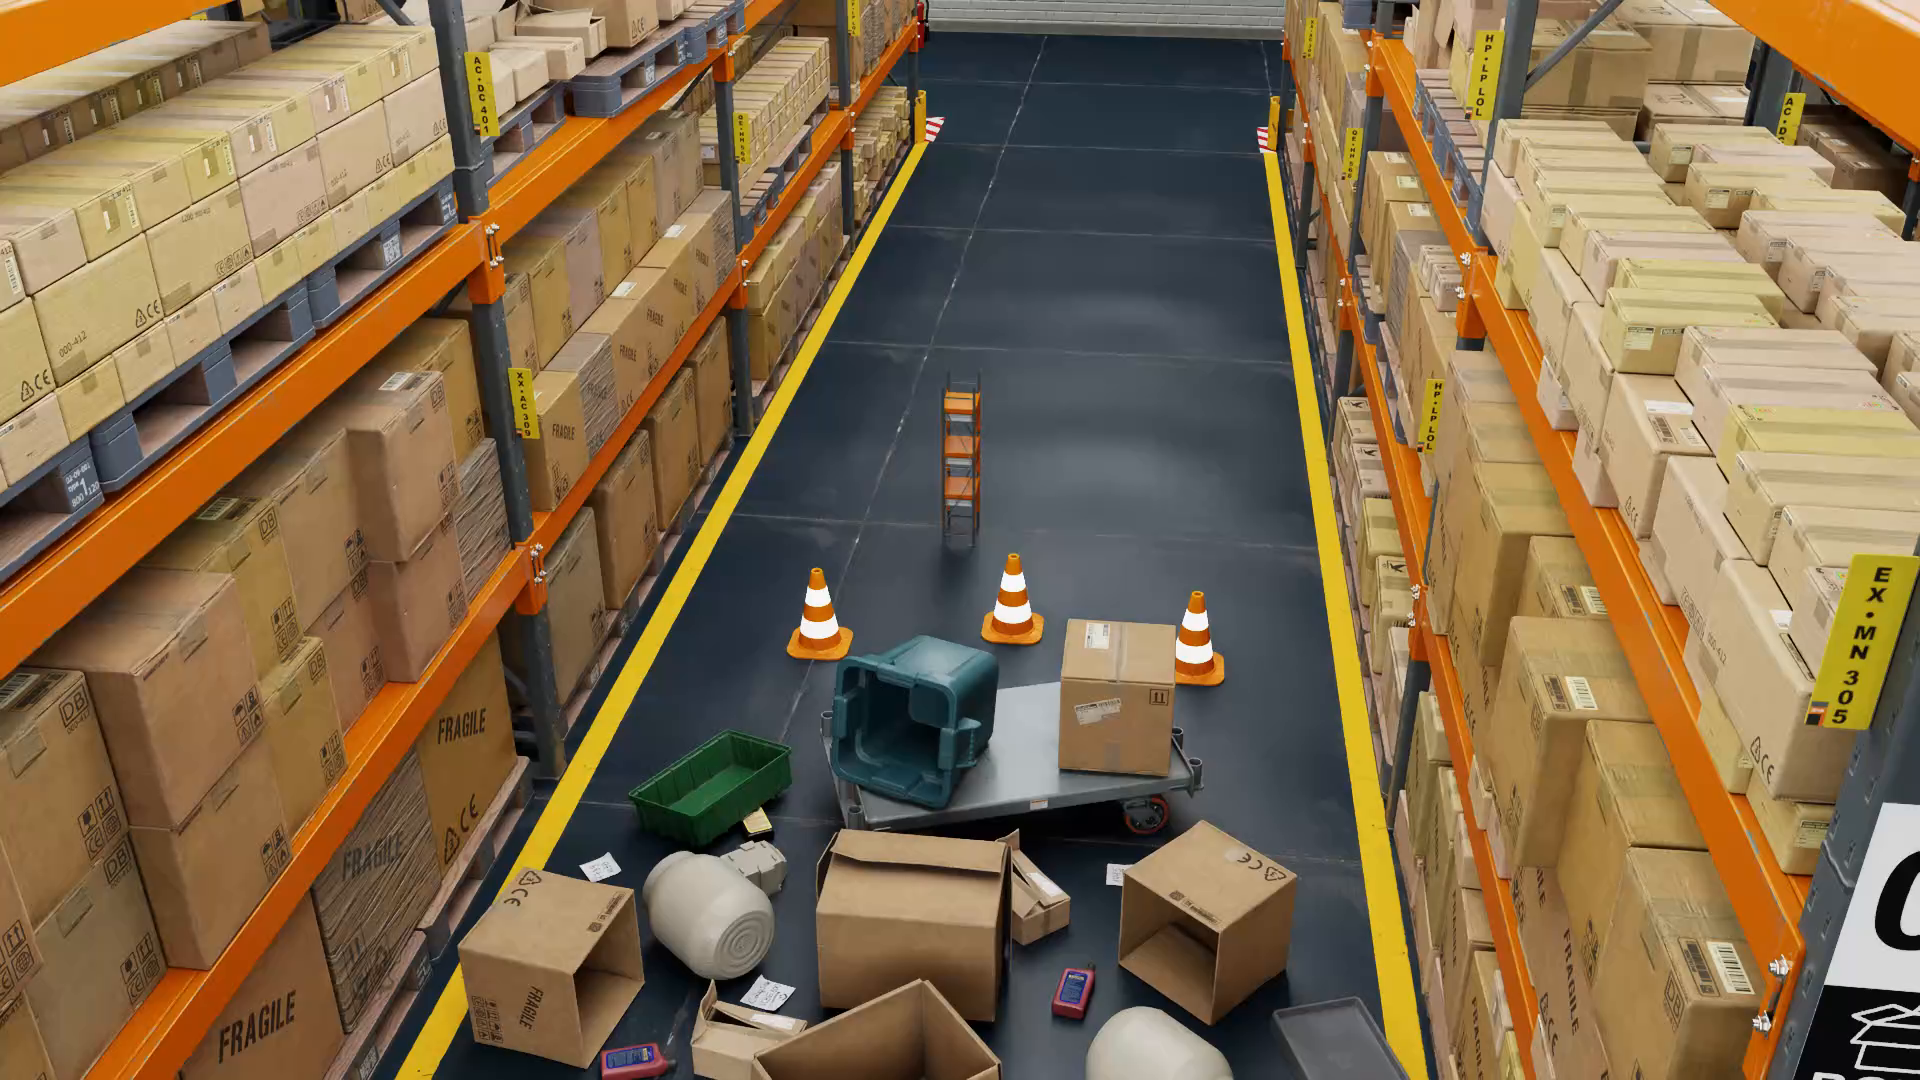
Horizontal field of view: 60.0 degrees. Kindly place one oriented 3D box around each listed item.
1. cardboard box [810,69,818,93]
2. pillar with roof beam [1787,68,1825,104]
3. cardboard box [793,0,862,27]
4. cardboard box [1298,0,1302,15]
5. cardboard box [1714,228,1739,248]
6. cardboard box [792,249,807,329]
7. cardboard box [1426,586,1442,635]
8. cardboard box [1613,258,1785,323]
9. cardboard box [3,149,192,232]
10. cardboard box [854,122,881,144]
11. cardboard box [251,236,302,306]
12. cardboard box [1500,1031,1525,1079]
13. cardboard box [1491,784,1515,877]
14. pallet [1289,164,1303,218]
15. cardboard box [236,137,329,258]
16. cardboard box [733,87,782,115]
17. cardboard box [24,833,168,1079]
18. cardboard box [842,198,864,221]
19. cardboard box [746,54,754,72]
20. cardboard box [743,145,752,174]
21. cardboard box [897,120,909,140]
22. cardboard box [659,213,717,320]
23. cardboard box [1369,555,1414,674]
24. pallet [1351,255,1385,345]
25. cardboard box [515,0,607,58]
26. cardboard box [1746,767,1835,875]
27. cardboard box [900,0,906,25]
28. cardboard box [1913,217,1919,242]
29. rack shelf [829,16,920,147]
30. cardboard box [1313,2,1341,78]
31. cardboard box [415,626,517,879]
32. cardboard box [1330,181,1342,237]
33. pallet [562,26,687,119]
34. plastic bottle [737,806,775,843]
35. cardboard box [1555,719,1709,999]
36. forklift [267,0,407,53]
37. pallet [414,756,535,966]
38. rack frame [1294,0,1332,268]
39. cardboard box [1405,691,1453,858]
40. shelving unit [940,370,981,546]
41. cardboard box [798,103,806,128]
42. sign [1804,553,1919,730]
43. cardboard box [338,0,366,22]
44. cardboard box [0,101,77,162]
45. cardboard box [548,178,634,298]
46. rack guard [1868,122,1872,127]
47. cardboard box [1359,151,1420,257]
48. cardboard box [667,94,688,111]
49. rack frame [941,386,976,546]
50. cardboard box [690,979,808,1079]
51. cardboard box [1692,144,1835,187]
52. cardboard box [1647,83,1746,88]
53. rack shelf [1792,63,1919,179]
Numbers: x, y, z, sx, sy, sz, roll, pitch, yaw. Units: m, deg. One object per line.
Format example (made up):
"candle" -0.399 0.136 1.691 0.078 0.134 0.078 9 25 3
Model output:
"cardboard box" -1.371 -3.735 13.529 0.380 0.149 0.250 5 29 8
"pillar with roof beam" 5.840 -9.434 18.273 9.100 9.000 0.400 3 28 6
"cardboard box" -1.157 -4.783 14.492 0.500 0.500 0.500 4 29 7
"cardboard box" 3.448 -5.166 15.517 0.500 0.500 0.500 3 29 6
"cardboard box" 2.643 -0.888 5.417 0.500 0.250 0.500 3 28 5
"cardboard box" -1.488 -1.968 12.933 0.500 0.500 0.500 3 28 5
"cardboard box" 2.134 0.276 6.839 0.380 0.149 0.250 3 28 6
"cardboard box" 2.020 -0.659 4.572 0.380 0.149 0.250 4 29 7
"cardboard box" -2.380 -0.968 4.598 0.380 0.149 0.250 4 29 7
"cardboard box" -0.990 -4.046 16.532 0.380 0.149 0.250 3 29 6
"cardboard box" -2.316 -0.853 5.225 0.380 0.149 0.250 3 28 6
"cardboard box" 1.852 1.642 5.021 0.380 0.149 0.250 4 29 7
"cardboard box" 2.005 0.764 5.249 0.500 0.500 0.500 4 29 7
"pallet" 3.789 -3.431 16.396 1.003 0.211 1.213 3 28 6
"cardboard box" -2.365 -1.098 5.260 0.500 0.250 0.500 3 28 6
"cardboard box" -1.536 -3.248 12.311 0.380 0.149 0.250 4 29 8
"cardboard box" -2.878 1.175 4.747 0.875 0.550 0.550 3 28 6
"cardboard box" -1.091 -3.052 15.316 0.380 0.149 0.250 2 28 4
"cardboard box" -1.959 -4.016 14.051 0.380 0.149 0.250 4 29 7
"cardboard box" -1.655 -2.636 11.488 0.380 0.149 0.250 5 29 9
"cardboard box" -0.753 -4.395 17.809 0.380 0.149 0.250 4 29 8
"cardboard box" -1.795 -1.668 10.079 0.500 0.500 0.500 3 28 6
"cardboard box" 2.637 0.423 8.631 0.950 0.372 0.625 5 29 9
"pallet" 2.999 -1.421 9.926 1.213 0.211 1.003 3 28 6
"cardboard box" -1.995 -2.563 8.275 0.396 0.266 0.258 3 28 6
"cardboard box" 1.767 0.525 3.215 0.380 0.149 0.250 3 29 6
"cardboard box" -0.832 -5.559 16.987 0.500 0.500 0.500 3 28 5
"cardboard box" 8.115 -2.313 13.573 0.500 0.500 0.500 5 29 8
"rack shelf" -1.209 -4.594 16.374 1.077 0.370 4.000 3 28 6
"cardboard box" 3.132 -4.023 13.396 0.500 0.500 0.500 4 29 7
"cardboard box" -2.581 0.839 7.328 0.875 0.875 0.875 4 29 7
"cardboard box" 2.832 -2.275 11.469 0.500 0.250 0.500 4 29 7
"pallet" -2.105 -2.491 8.748 1.003 0.211 1.213 5 29 9
"plastic bottle" -0.970 1.308 7.759 0.133 0.061 0.283 -11 30 -20
"cardboard box" 1.916 0.813 4.105 0.700 0.500 0.500 4 29 7
"forklift" -4.363 -2.664 12.105 1.130 2.935 3.031 4 29 7
"pallet" -2.605 1.377 7.471 1.003 0.211 1.213 3 28 6
"rack frame" 3.471 -3.730 14.010 1.000 3.000 0.127 3 28 6
"cardboard box" 2.150 0.994 6.908 0.500 0.500 0.500 5 29 9
"shelving unit" 0.007 -0.487 10.048 0.215 1.050 0.252 3 28 6
"cardboard box" -1.429 -3.357 13.140 0.380 0.149 0.250 2 28 4
"sign" 1.452 0.167 2.681 0.100 0.325 0.005 3 28 6
"cardboard box" -5.984 -5.142 15.687 0.500 0.500 0.500 3 28 6
"cardboard box" -2.971 -1.243 5.108 0.380 0.149 0.250 3 28 6
"cardboard box" -2.193 -1.640 8.972 0.700 0.500 0.500 3 28 6
"rack guard" 8.878 -4.189 17.499 1.175 0.500 0.348 3 28 6
"cardboard box" 2.696 -2.008 9.953 0.500 0.500 0.500 3 28 5
"cardboard box" -2.210 -3.161 12.149 0.380 0.149 0.250 3 28 6
"rack frame" -0.008 -0.430 9.941 0.200 1.050 0.008 3 28 6
"cardboard box" -0.817 1.916 6.414 0.396 0.266 0.258 8 29 15
"cardboard box" 2.713 -1.236 5.643 0.380 0.149 0.250 3 28 5
"cardboard box" 3.021 -1.894 7.155 0.500 0.250 0.500 3 28 6
"rack shelf" 8.643 -4.068 15.396 1.077 0.370 4.000 3 28 6
